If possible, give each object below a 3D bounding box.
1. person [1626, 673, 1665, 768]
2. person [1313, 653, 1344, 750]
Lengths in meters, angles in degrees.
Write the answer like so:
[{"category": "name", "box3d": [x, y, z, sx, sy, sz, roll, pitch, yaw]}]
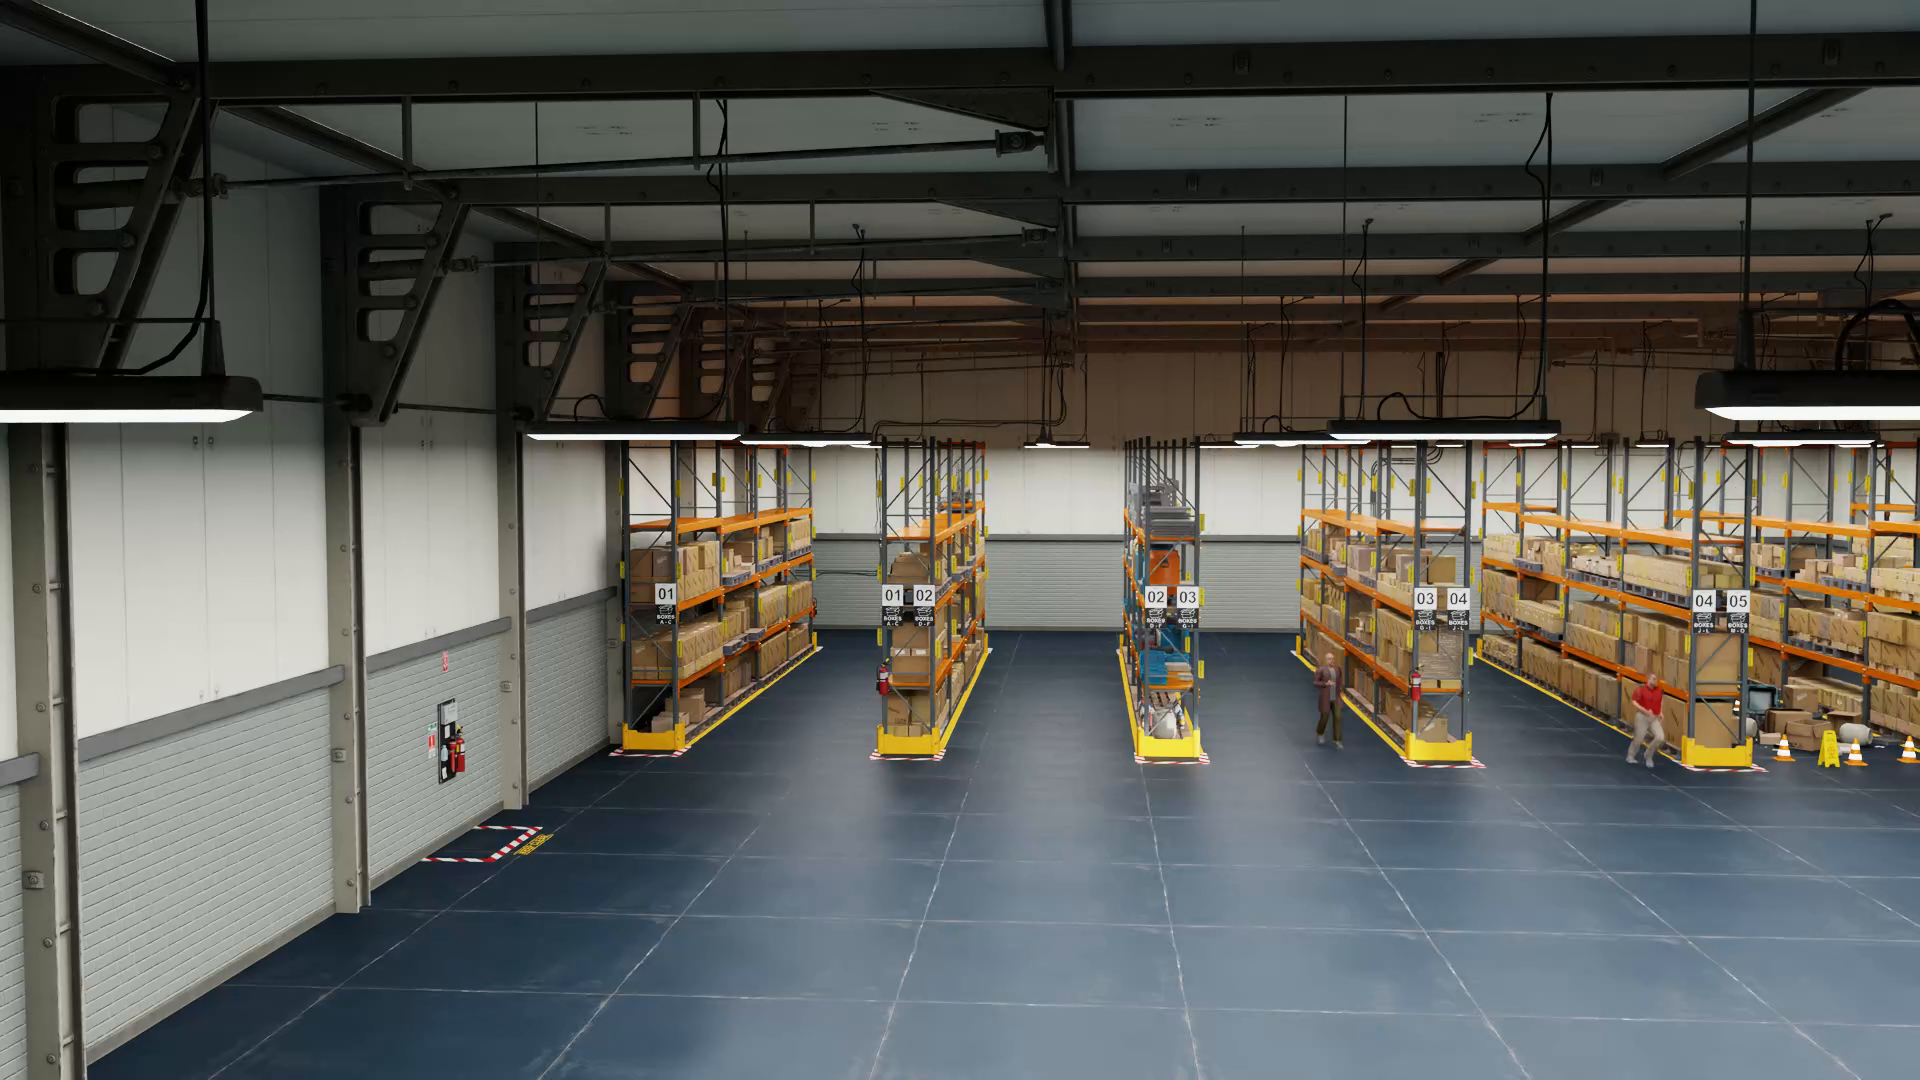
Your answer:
[{"category": "person", "box3d": [12.501, 3.277, 30.140, 0.723, 1.739, 0.662, -1, 3, -11]}, {"category": "person", "box3d": [7.138, 3.130, 32.113, 0.698, 1.706, 0.970, 0, 3, -9]}]
